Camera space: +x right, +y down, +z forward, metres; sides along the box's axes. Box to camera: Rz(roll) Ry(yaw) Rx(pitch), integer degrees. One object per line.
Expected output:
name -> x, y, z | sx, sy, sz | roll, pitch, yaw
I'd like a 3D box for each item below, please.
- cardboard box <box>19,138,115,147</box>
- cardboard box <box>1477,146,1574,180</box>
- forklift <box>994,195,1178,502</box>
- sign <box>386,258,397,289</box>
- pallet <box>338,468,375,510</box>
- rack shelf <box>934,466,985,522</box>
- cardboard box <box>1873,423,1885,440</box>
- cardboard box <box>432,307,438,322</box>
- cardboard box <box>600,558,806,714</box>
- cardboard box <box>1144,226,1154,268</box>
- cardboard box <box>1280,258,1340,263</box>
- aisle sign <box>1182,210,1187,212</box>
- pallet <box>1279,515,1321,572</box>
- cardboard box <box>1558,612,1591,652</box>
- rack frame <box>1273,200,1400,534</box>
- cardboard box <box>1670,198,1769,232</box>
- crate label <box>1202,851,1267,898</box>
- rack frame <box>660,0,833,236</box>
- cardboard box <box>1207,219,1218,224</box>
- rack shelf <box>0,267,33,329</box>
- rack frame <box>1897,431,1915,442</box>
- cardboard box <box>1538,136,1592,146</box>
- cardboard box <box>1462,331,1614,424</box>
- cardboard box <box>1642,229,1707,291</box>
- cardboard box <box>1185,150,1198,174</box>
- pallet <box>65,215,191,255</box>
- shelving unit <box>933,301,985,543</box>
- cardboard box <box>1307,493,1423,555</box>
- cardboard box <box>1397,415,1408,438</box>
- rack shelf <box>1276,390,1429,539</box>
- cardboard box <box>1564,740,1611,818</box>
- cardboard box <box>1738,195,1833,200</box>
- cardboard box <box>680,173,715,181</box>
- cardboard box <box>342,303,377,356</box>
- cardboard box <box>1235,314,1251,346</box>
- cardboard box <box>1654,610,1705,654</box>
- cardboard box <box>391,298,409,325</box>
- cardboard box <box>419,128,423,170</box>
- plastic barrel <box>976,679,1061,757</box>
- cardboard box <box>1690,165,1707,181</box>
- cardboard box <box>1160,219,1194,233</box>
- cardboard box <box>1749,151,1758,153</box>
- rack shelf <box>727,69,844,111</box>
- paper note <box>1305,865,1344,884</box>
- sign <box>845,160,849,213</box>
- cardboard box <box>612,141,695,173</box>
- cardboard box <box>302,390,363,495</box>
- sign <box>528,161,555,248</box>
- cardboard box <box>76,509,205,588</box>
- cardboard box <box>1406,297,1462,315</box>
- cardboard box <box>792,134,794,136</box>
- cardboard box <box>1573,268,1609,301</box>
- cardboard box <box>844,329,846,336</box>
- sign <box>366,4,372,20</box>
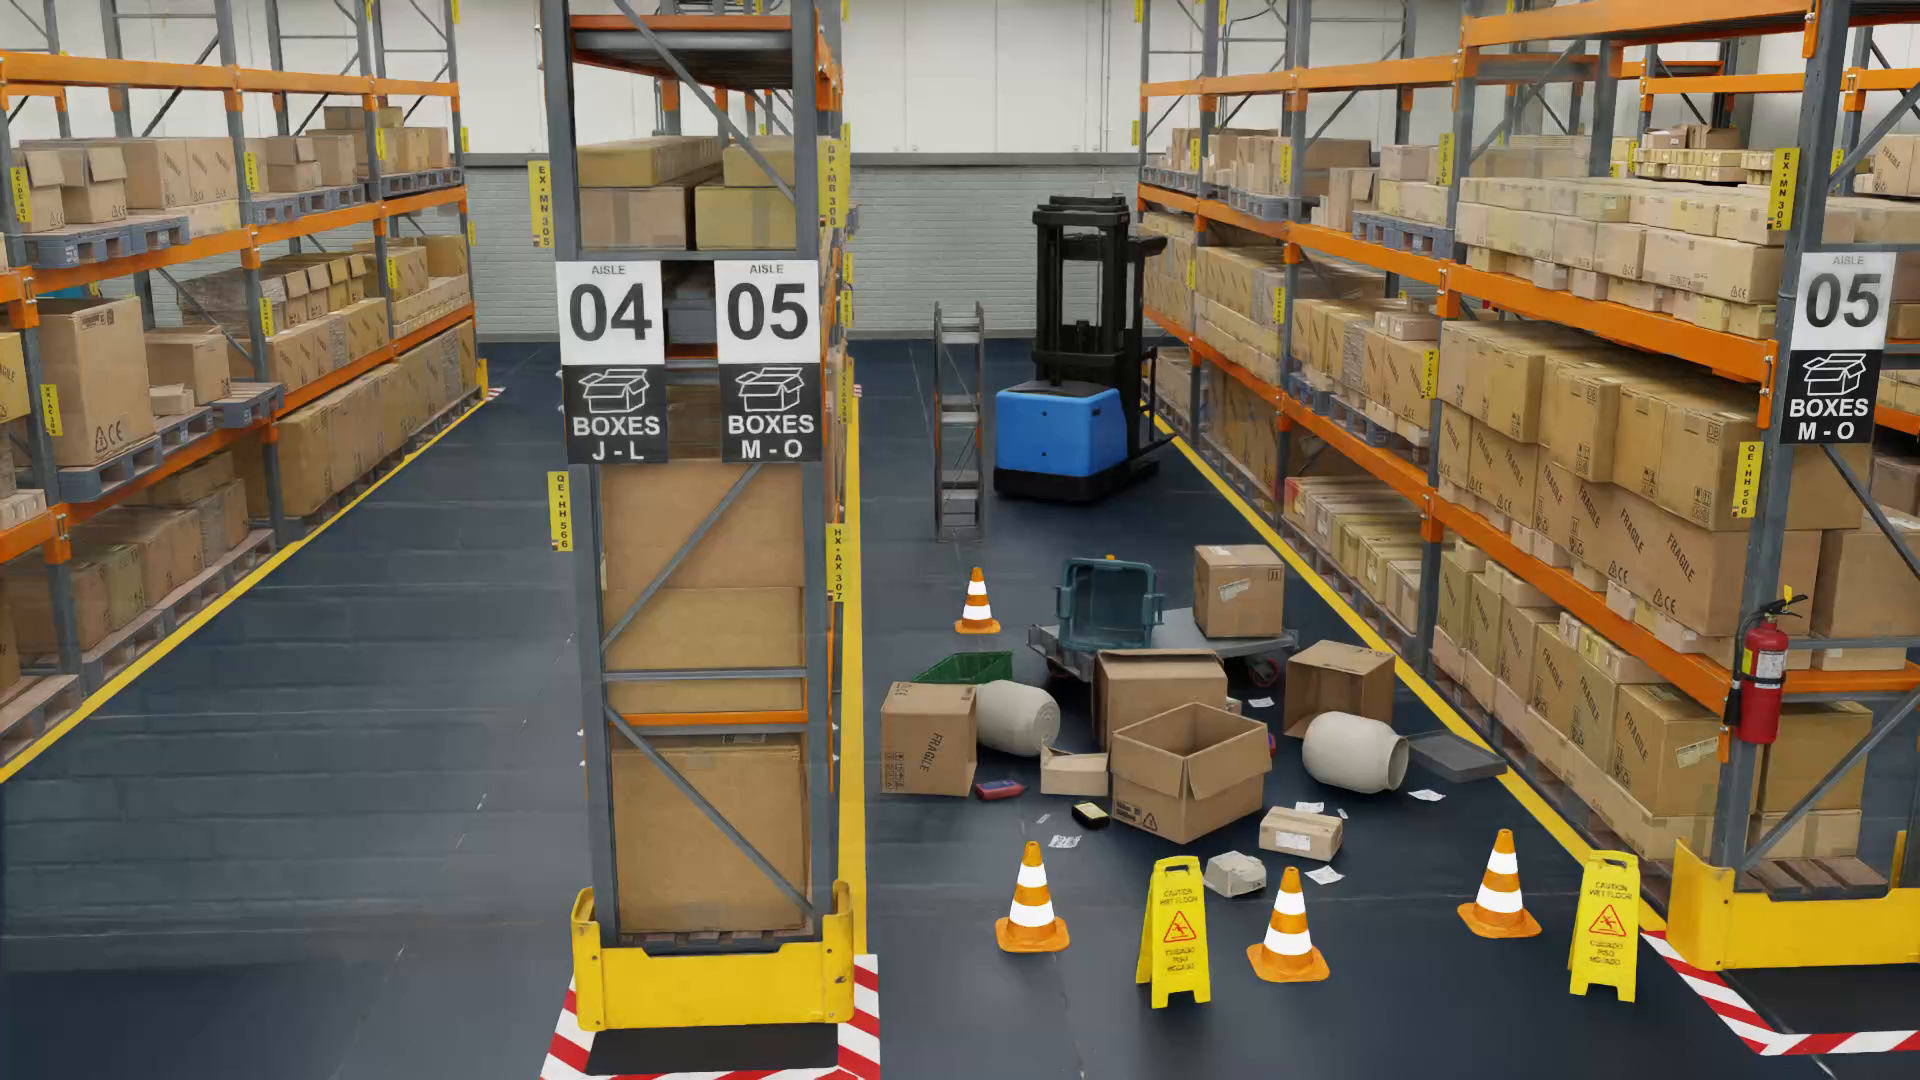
cardboard box -> -6.660, -2.752, 12.480 | 0.500, 0.500, 0.500 | -1, 14, -5
cardboard box -> 3.964, -2.640, 11.703 | 0.500, 0.250, 0.500 | -1, 14, -5
forklift -> 1.469, -2.113, 17.357 | 1.130, 2.935, 3.031 | 7, 16, 27
sign -> -6.205, -2.909, 18.148 | 0.100, 0.325, 0.005 | -1, 14, -3
pallet -> -6.544, -0.530, 16.664 | 1.003, 0.211, 1.213 | -1, 14, -3
rack shelf -> -0.010, -0.367, 15.103 | 0.431, 0.518, 0.480 | -1, 14, -3
cardboard box -> 8.626, -1.053, 15.971 | 0.380, 0.149, 0.250 | 0, 14, -1
cardboard box -> -6.530, -2.720, 20.084 | 0.380, 0.149, 0.250 | -1, 14, -5
cardboard box -> -1.114, 0.393, 7.178 | 0.875, 0.550, 0.550 | -1, 14, -3
cardboard box -> 2.682, -3.804, 21.584 | 0.500, 0.500, 0.500 | -1, 14, -5
cardboard box -> 3.522, -2.571, 16.791 | 0.500, 0.500, 0.500 | -1, 14, -3
aisle sign -> 3.202, -4.805, 22.466 | 0.394, 0.787, 0.004 | -1, 14, -3
pallet -> 3.440, 0.011, 14.561 | 1.003, 0.211, 1.213 | -1, 14, -3
cardboard box -> 3.462, 0.493, 8.959 | 0.380, 0.149, 0.250 | 0, 14, -1
rack frame -> 3.393, -1.534, 14.969 | 1.000, 3.000, 0.127 | -1, 14, -3
cardboard box -> 3.597, -1.533, 7.849 | 0.380, 0.149, 0.250 | -1, 14, -3
crate label -> 1.377, 1.662, 8.292 | 0.250, 0.136, 0.298 | -9, 17, -32
rack frame -> -1.293, -3.343, 9.960 | 1.000, 3.000, 0.127 | -1, 14, -3
cardboard box -> 3.251, -3.902, 20.664 | 0.380, 0.149, 0.250 | 0, 14, -2
rack shelf -> -6.126, -0.993, 8.290 | 1.077, 0.370, 4.000 | -1, 14, -3
rack frame -> 8.347, -1.612, 15.270 | 1.000, 3.000, 0.127 | -1, 14, -3
cardboard box -> 7.686, -5.002, 21.127 | 0.500, 0.250, 0.500 | -1, 14, -4
cardboard box -> 3.462, -0.976, 9.995 | 0.700, 0.500, 0.500 | -1, 14, -3
cardboard box -> 3.572, -1.317, 7.809 | 0.500, 0.250, 0.500 | -1, 14, -4
cardboard box -> 2.786, -4.322, 19.011 | 0.396, 0.266, 0.258 | 0, 14, -2
pallet -> -6.249, -2.161, 11.763 | 1.213, 0.211, 1.003 | -1, 14, -3
shelving unit -> -0.010, -1.058, 14.925 | 0.431, 2.100, 0.503 | -1, 14, -3
cardboard box -> 3.472, -0.141, 13.984 | 0.950, 0.372, 0.625 | -1, 14, -5
cardboard box -> 3.335, -0.810, 11.818 | 0.380, 0.149, 0.250 | -1, 14, -5
rack shelf -> 3.517, -0.688, 13.125 | 1.077, 0.370, 4.000 | -1, 14, -3
cardboard box -> 3.546, 1.258, 8.793 | 0.500, 0.250, 0.500 | -1, 14, -3
cardboard box -> 4.033, -1.602, 8.118 | 0.380, 0.149, 0.250 | -1, 14, -4
cardboard box -> -1.415, -1.585, 7.809 | 0.500, 0.250, 0.500 | -1, 14, -4
cardboard box -> -6.420, -2.189, 17.314 | 0.500, 0.500, 0.500 | 0, 14, -2
cardboard box -> 3.022, -2.074, 16.367 | 0.500, 0.250, 0.500 | -1, 14, -5
cardboard box -> 3.526, 0.426, 7.854 | 0.380, 0.149, 0.250 | -1, 14, -4
cardboard box -> -6.513, -2.568, 18.692 | 0.500, 0.250, 0.500 | -1, 14, -4
cardboard box -> -6.913, -4.725, 20.108 | 0.700, 0.500, 0.500 | -2, 15, -7
plastic barrel -> 0.308, 1.068, 10.024 | 0.512, 0.421, 0.421 | 10, 18, 35
cardboard box -> 7.793, -3.791, 17.183 | 0.380, 0.149, 0.250 | -1, 14, -2
cardboard box -> 2.697, -3.891, 20.622 | 0.380, 0.149, 0.250 | -1, 14, -5
cardboard box -> 8.263, -3.938, 17.157 | 0.380, 0.149, 0.250 | -1, 14, -3
rack shelf -> -1.665, -4.293, 15.899 | 1.077, 0.370, 4.000 | -1, 14, -3
paper note -> 1.843, 1.689, 8.400 | 0.148, 0.019, 0.142 | -6, 16, -23
sign -> -0.740, -2.188, 10.294 | 0.100, 0.325, 0.005 | -1, 14, -3
cardboard box -> -1.500, -1.870, 8.114 | 0.380, 0.149, 0.250 | -1, 14, -3
cardboard box -> -6.567, -0.949, 16.117 | 1.225, 0.875, 0.875 | -1, 14, -3
sign -> -1.588, -1.281, 6.348 | 0.100, 0.325, 0.005 | -1, 14, -3
cardboard box -> -6.347, 0.061, 12.901 | 0.700, 0.500, 0.500 | 0, 14, 1
cardboard box -> 3.776, -1.841, 13.221 | 0.380, 0.149, 0.250 | -2, 15, -6
cardboard box -> -1.378, -3.600, 15.242 | 0.396, 0.266, 0.258 | -1, 14, -3
cardboard box -> 3.448, -1.341, 8.703 | 0.380, 0.149, 0.250 | -1, 14, -4
cardboard box -> -1.480, -2.381, 18.765 | 0.380, 0.149, 0.250 | 0, 14, -1
sign -> -7.548, -6.798, 21.196 | 0.100, 0.325, 0.005 | -1, 14, -3
